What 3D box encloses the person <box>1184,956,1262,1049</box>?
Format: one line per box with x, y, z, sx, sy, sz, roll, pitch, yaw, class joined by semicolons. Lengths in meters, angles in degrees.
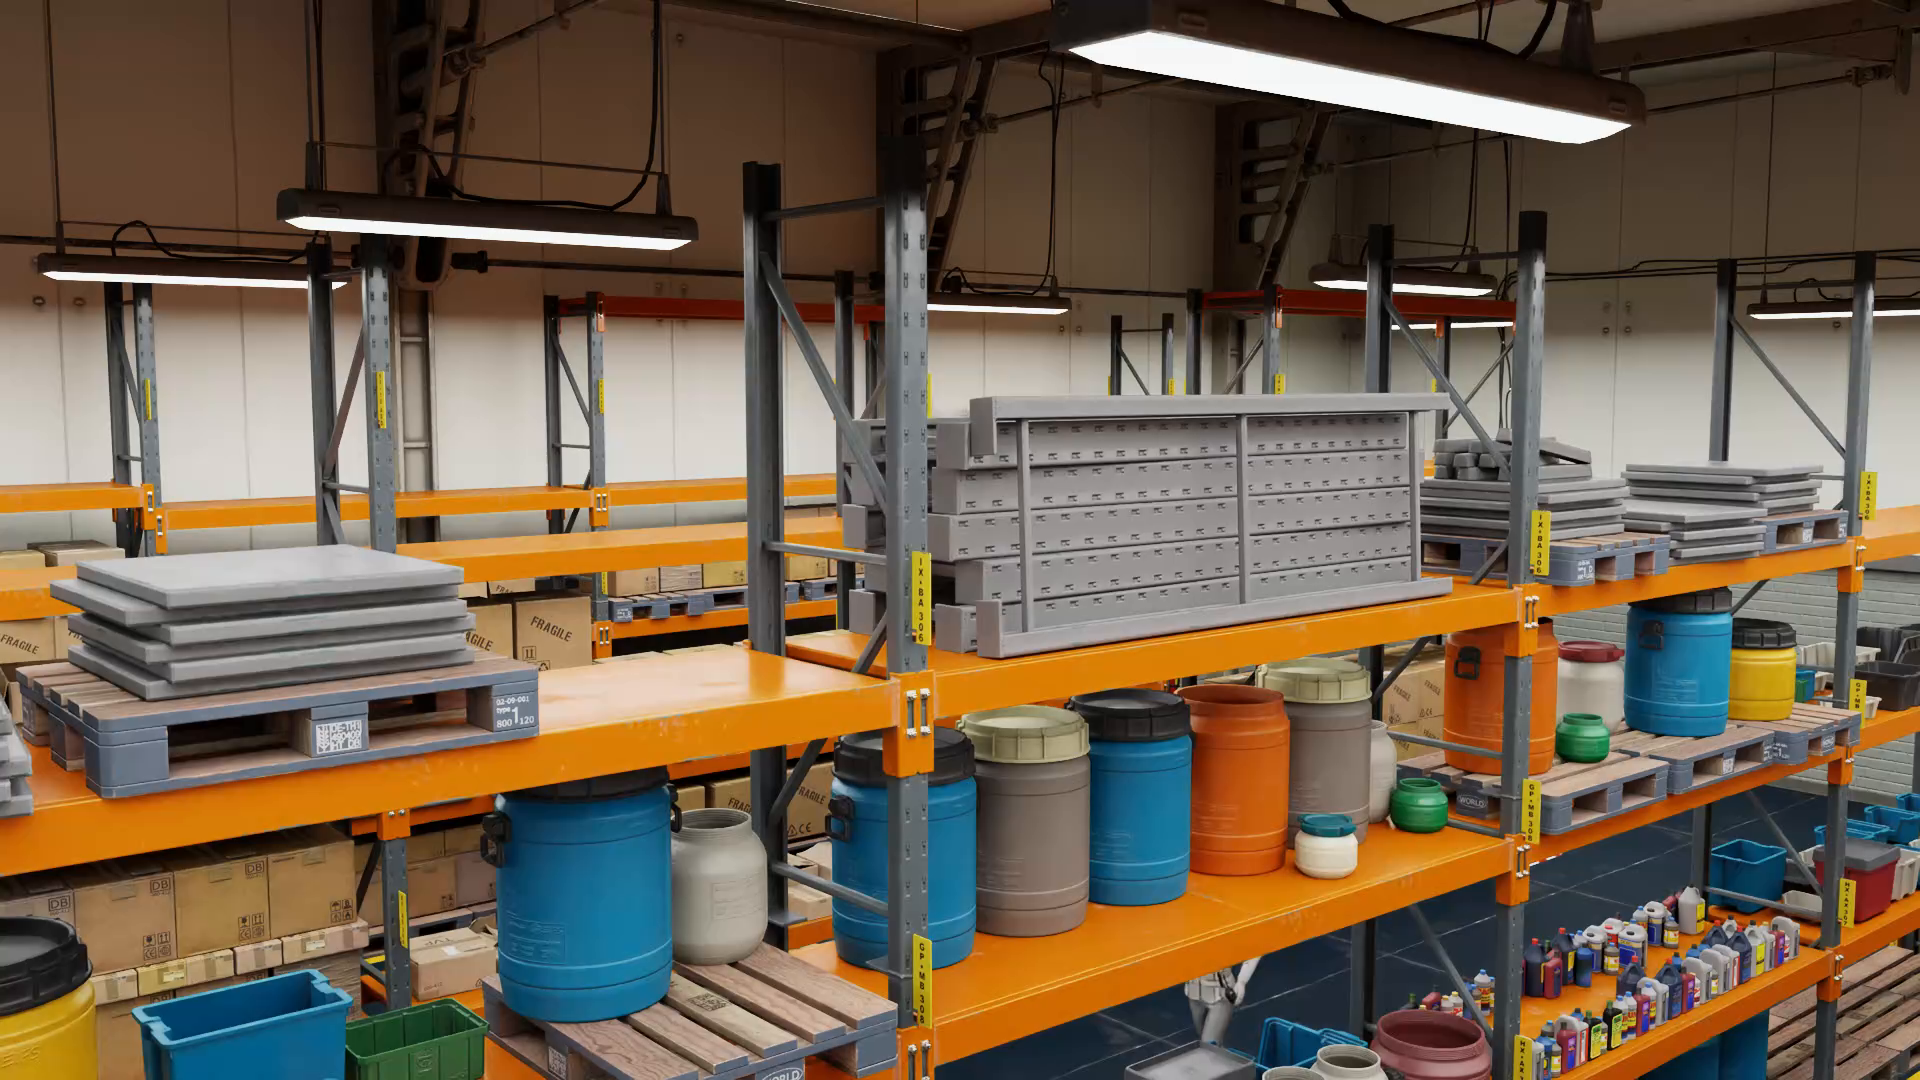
1.744;3.216;11.553;0.557;1.737;0.816;5;7;40;person
